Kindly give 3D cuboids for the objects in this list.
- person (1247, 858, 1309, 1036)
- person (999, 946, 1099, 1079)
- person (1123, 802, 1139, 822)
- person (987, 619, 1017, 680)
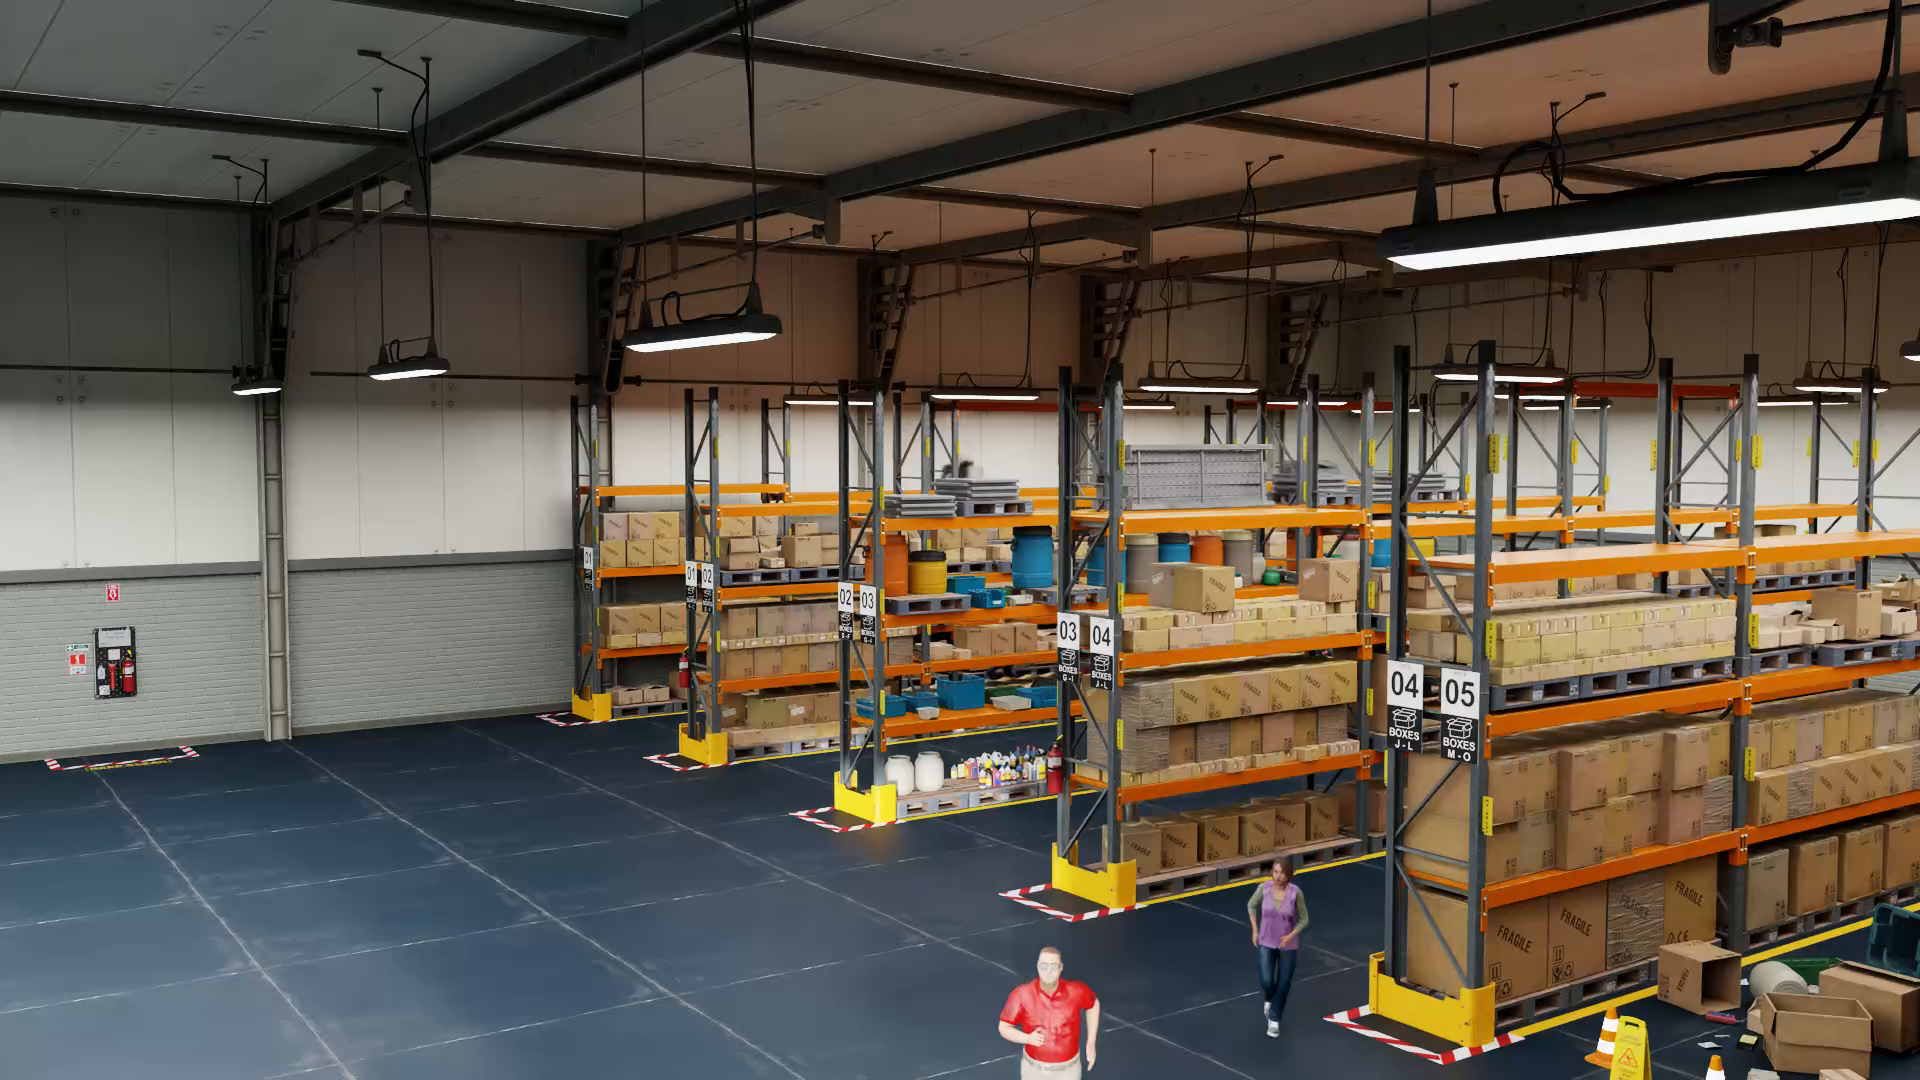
[{"bbox_3d":[2.751,3.525,14.424,0.529,1.566,0.500,1,4,12],"label":"person"},{"bbox_3d":[0.601,3.620,11.237,0.664,1.793,0.847,0,3,7],"label":"person"},{"bbox_3d":[2.236,2.992,21.697,0.646,1.724,0.579,2,4,35],"label":"person"},{"bbox_3d":[0.836,2.336,33.230,0.818,1.688,0.589,-3,4,-40],"label":"person"}]
